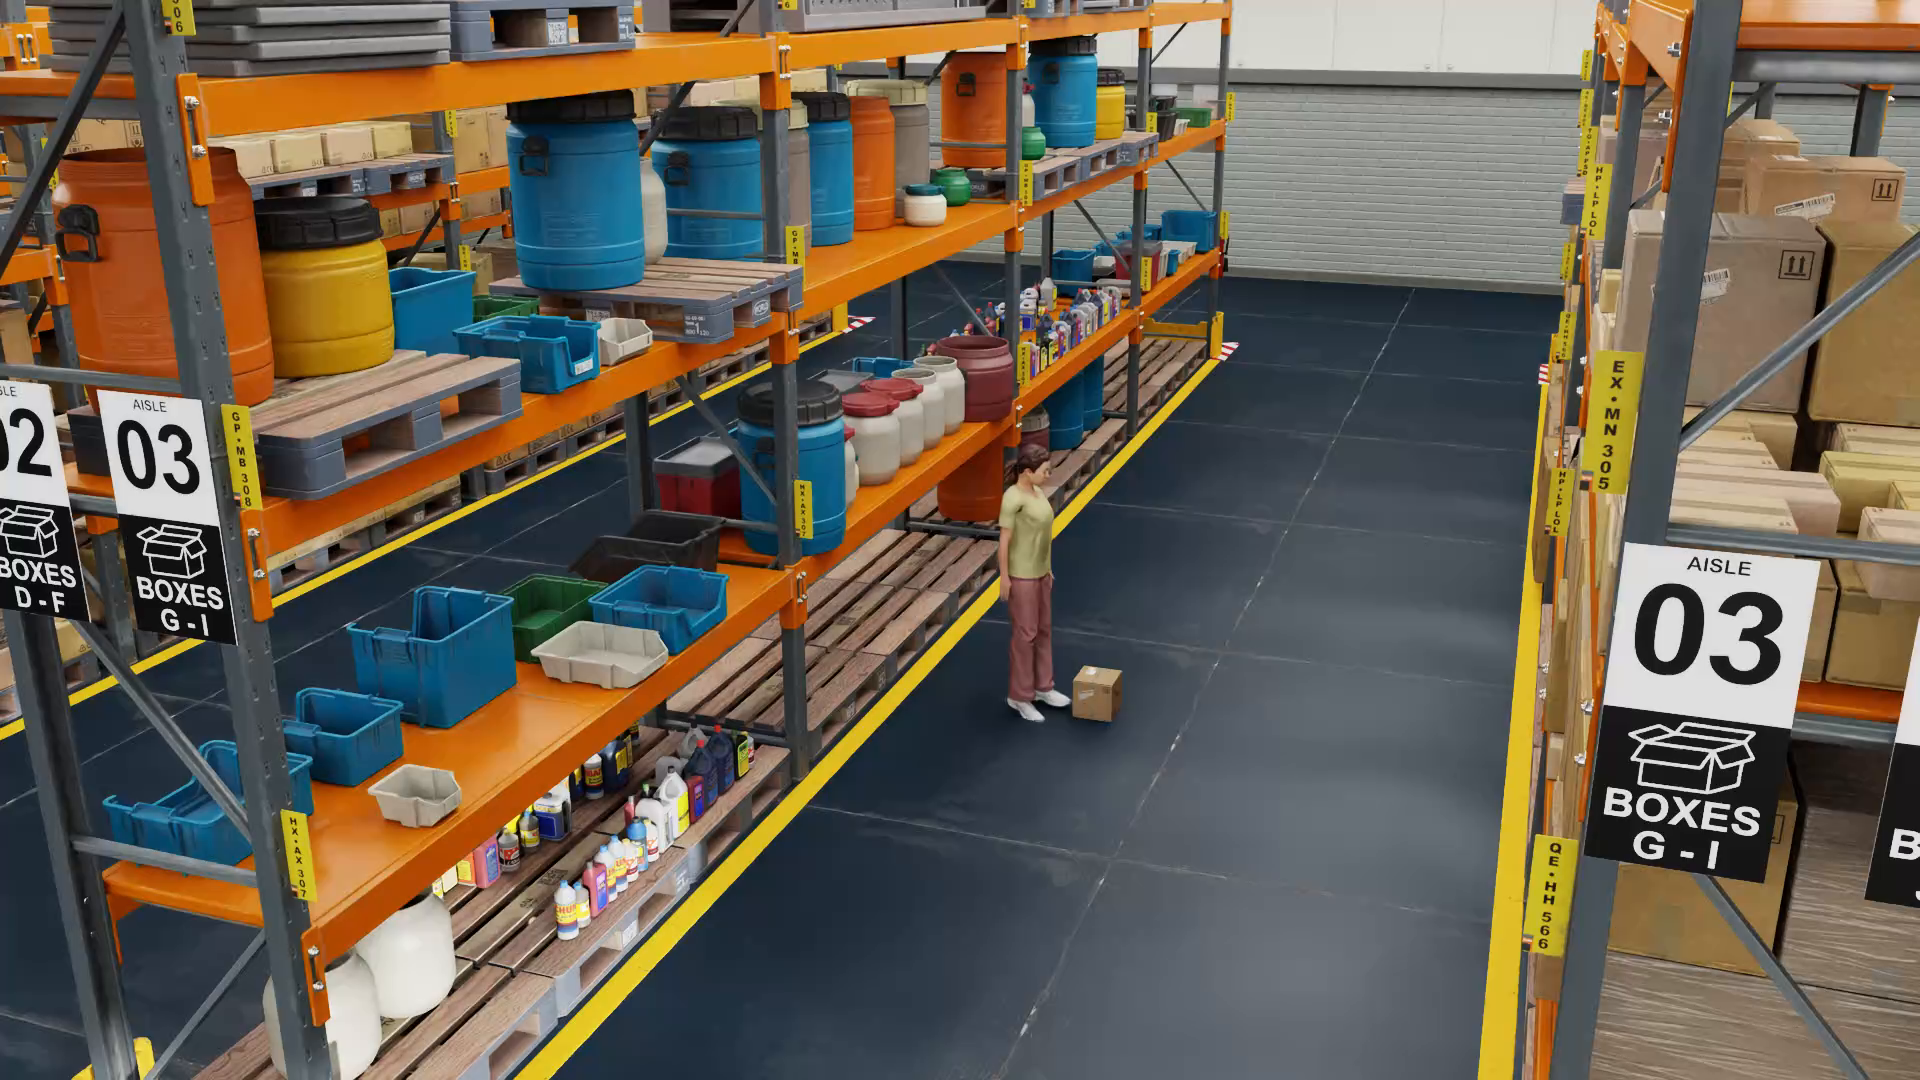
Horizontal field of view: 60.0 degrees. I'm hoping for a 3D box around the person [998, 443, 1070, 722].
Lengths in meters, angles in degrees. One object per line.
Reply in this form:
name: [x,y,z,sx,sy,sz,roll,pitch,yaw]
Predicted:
person: [0.466,0.249,10.335,0.496,1.723,0.503,9,21,25]
